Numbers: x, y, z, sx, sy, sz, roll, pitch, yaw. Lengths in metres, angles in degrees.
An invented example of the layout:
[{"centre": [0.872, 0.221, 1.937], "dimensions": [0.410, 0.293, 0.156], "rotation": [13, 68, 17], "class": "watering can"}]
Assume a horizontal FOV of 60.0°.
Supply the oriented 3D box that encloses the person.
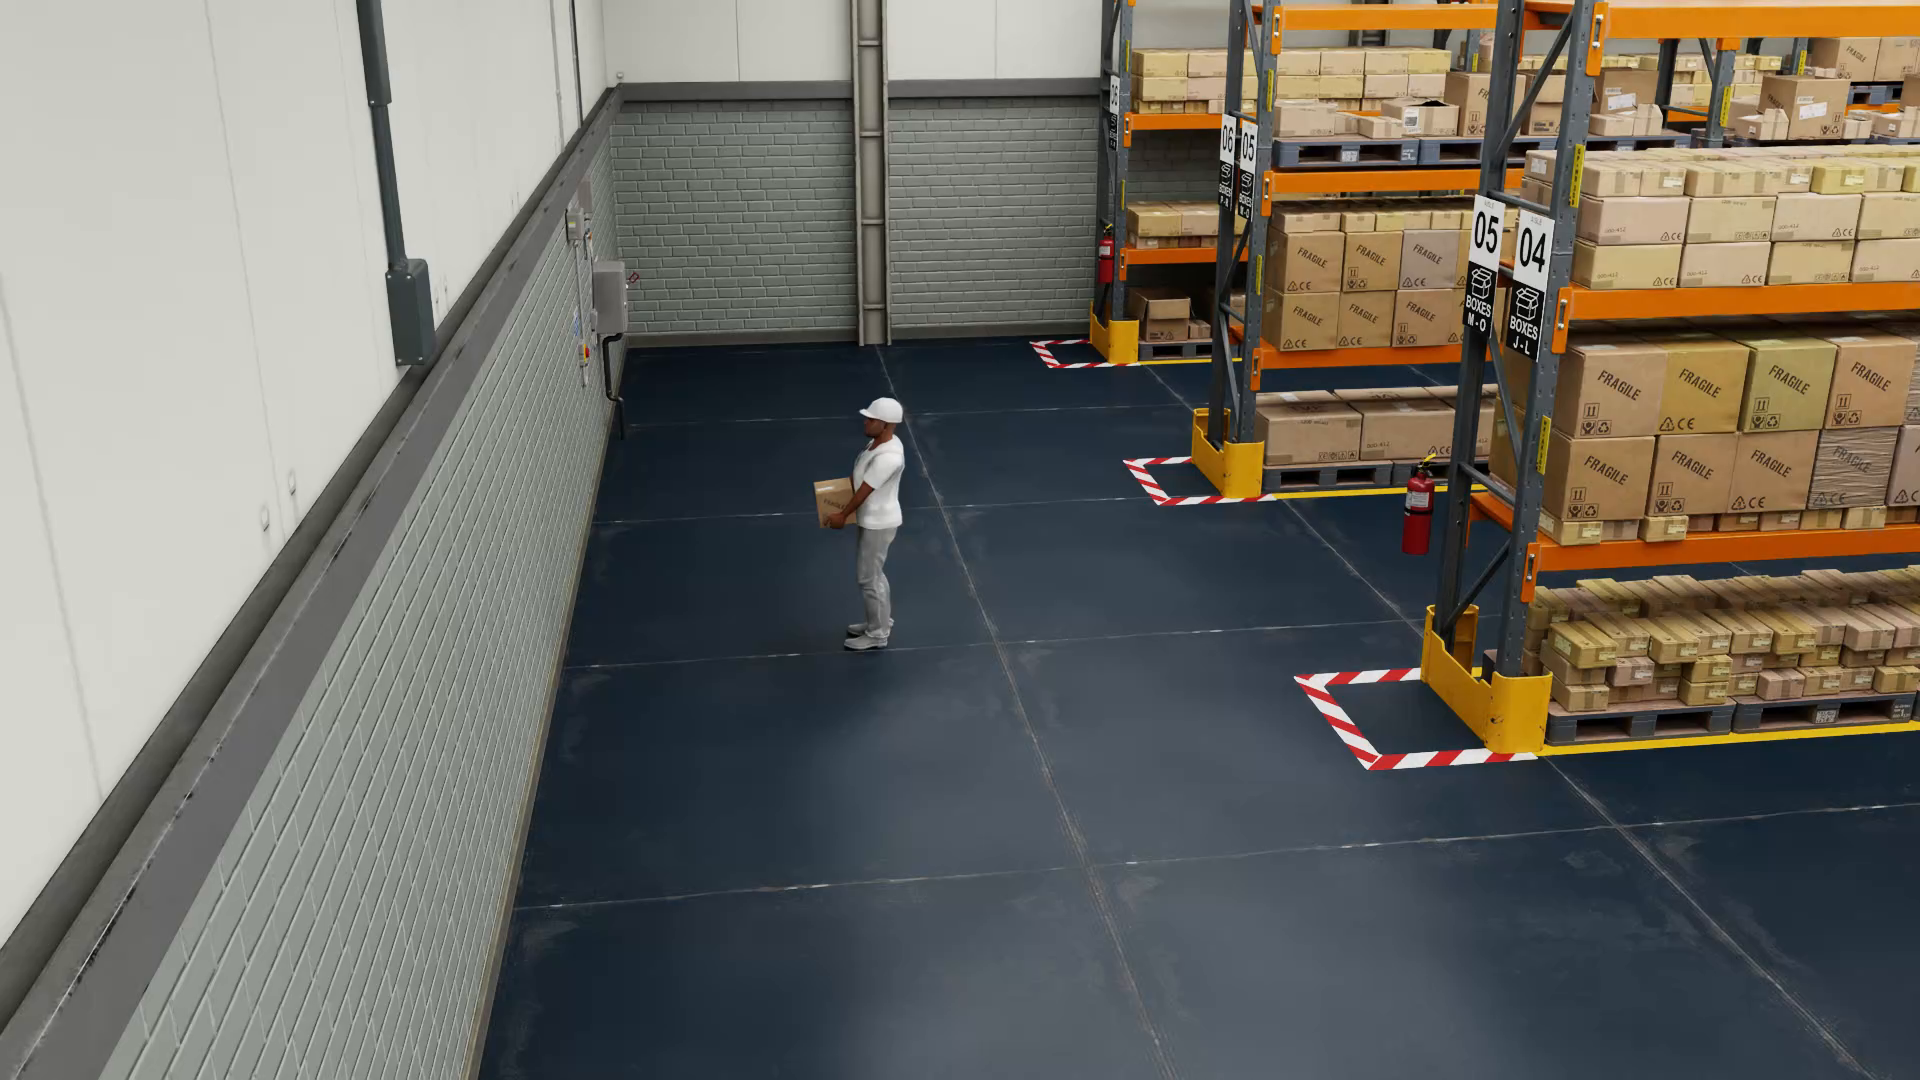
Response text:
[{"centre": [-0.661, -0.114, 11.362], "dimensions": [0.577, 1.761, 0.502], "rotation": [-3, 20, -7], "class": "person"}]
